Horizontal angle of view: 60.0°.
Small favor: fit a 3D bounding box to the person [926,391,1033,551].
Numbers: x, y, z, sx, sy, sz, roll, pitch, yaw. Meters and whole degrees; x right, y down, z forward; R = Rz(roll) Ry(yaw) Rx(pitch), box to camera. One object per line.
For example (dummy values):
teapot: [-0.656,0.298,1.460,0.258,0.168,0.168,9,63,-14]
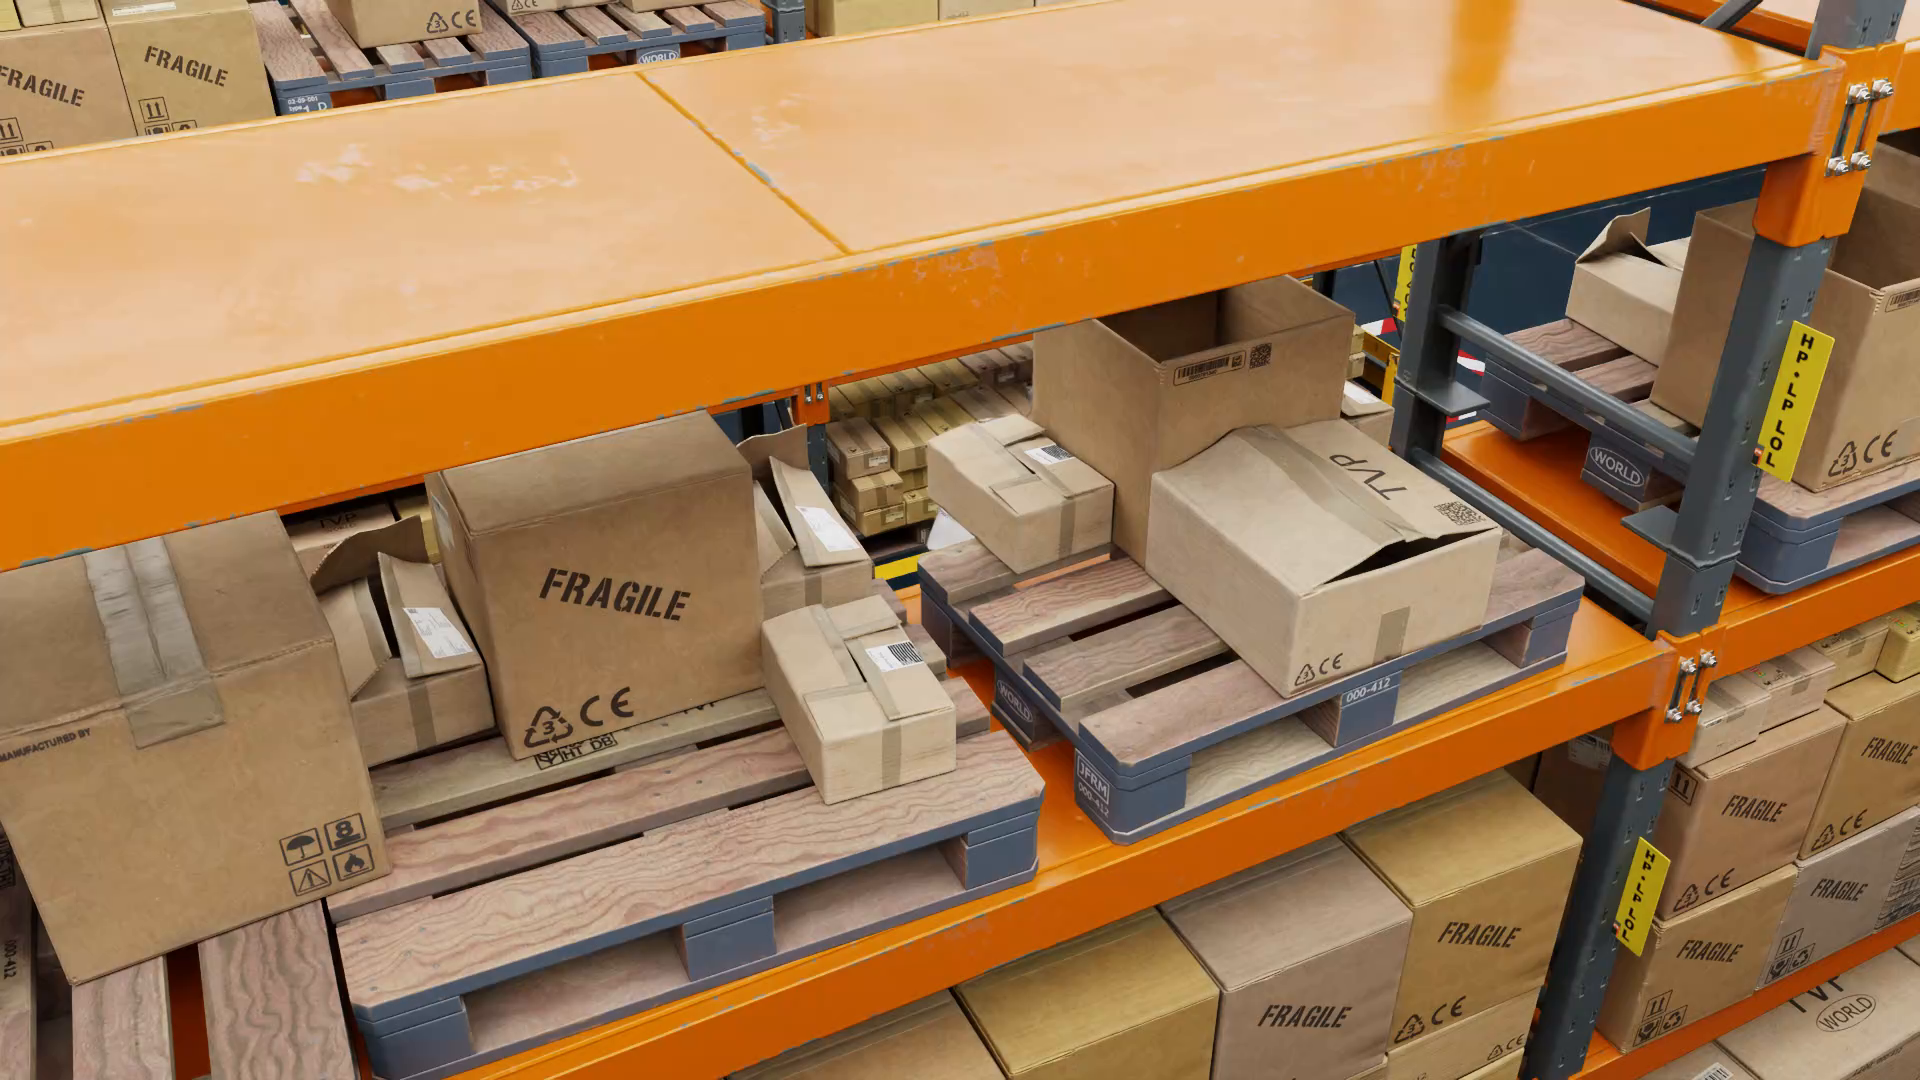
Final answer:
person: [0.213,-0.023,8.020,0.841,1.351,0.589,-25,41,-34]
